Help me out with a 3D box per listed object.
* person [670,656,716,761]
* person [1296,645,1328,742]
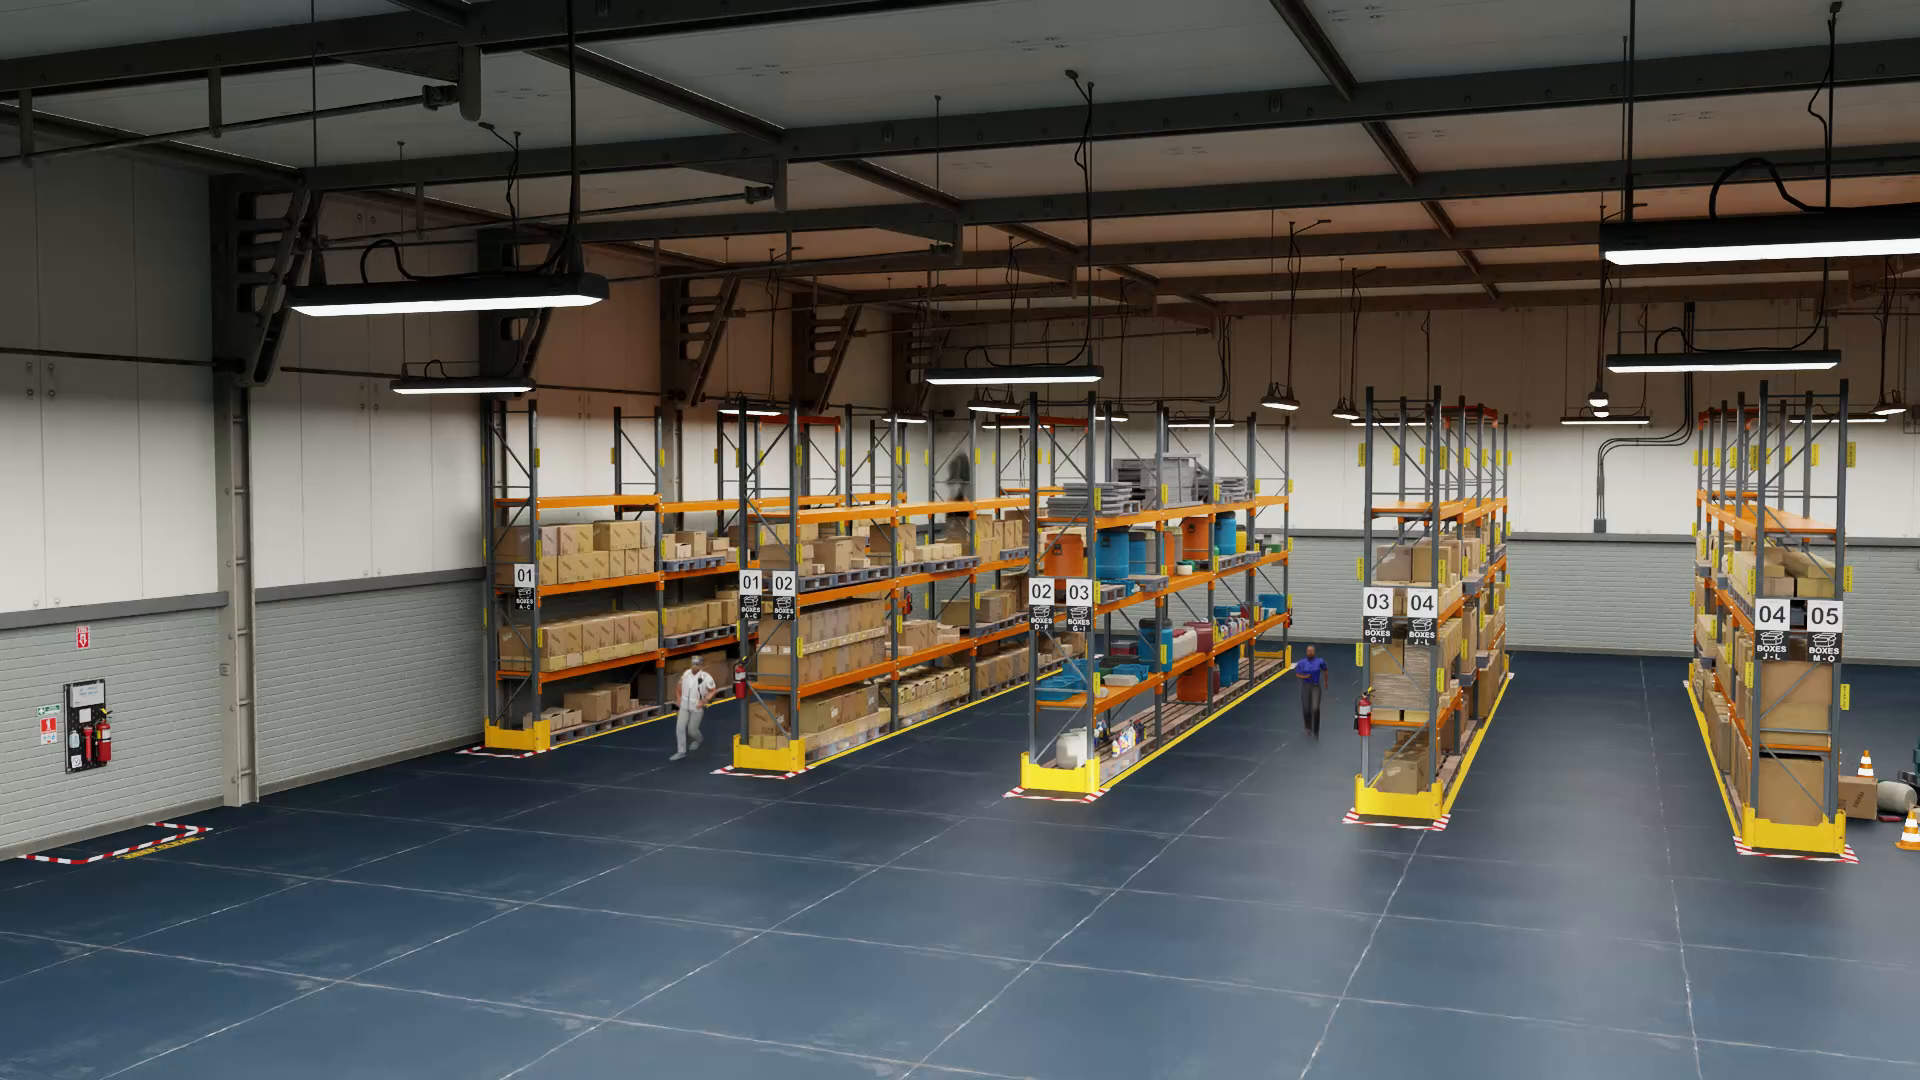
[{"bbox_3d":[-4.415,2.776,27.802,0.720,1.732,0.780,1,3,14],"label":"person"},{"bbox_3d":[6.257,2.731,29.580,0.540,1.747,0.786,1,3,17],"label":"person"}]
